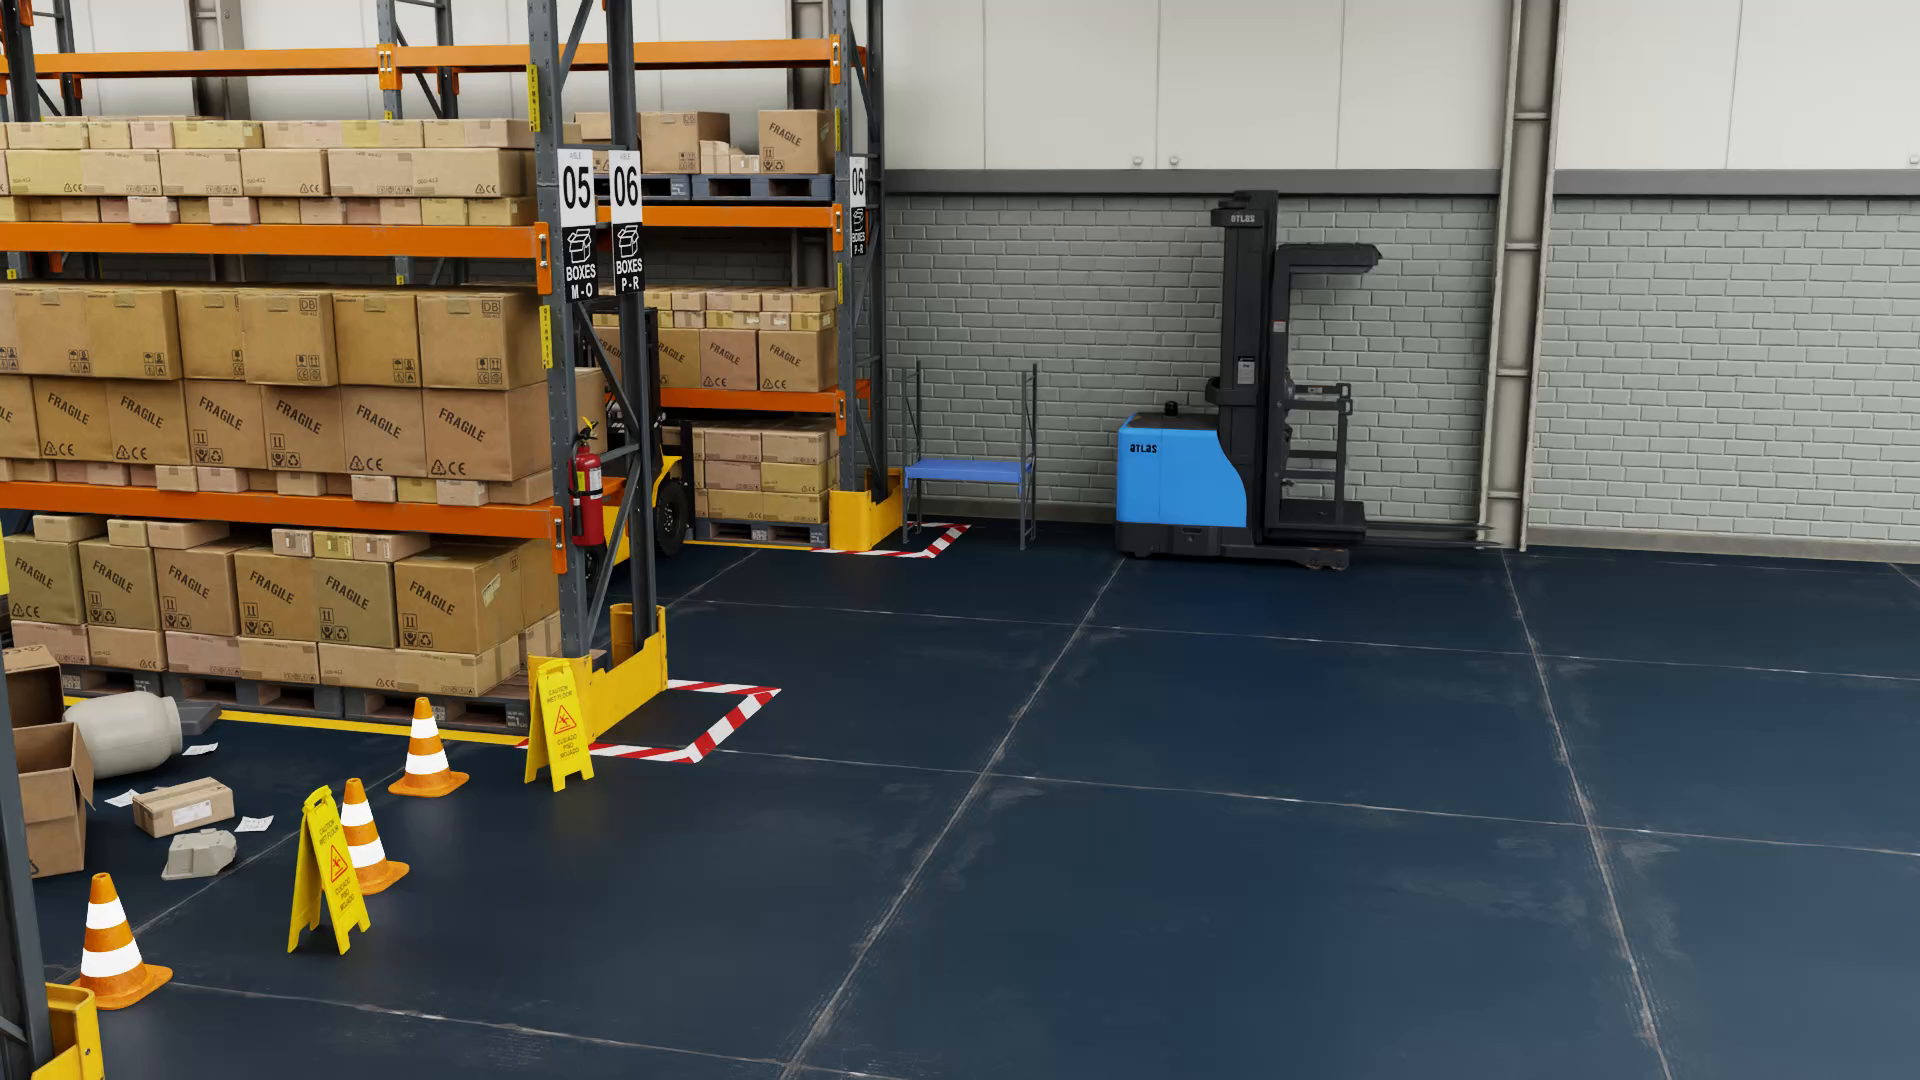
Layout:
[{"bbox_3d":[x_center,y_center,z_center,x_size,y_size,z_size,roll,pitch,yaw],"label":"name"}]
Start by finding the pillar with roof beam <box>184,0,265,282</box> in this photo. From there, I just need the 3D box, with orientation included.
[{"bbox_3d":[-8.137,-4.059,11.753,0.400,9.000,9.100,3,13,14],"label":"pillar with roof beam"}]

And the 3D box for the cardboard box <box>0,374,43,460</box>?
[{"bbox_3d":[-5.529,-0.775,9.883,0.500,0.500,0.500,3,13,13],"label":"cardboard box"}]

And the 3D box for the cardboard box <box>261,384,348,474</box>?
[{"bbox_3d":[-3.569,-0.672,9.422,0.500,0.500,0.500,3,13,13],"label":"cardboard box"}]

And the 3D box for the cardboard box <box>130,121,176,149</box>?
[{"bbox_3d":[-4.384,-2.252,9.273,0.250,0.149,0.380,3,13,13],"label":"cardboard box"}]

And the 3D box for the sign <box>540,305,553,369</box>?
[{"bbox_3d":[-2.159,-1.058,8.676,0.005,0.325,0.100,3,13,14],"label":"sign"}]

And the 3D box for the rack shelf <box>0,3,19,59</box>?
[{"bbox_3d":[-7.831,-3.148,10.232,4.000,0.370,1.077,3,13,14],"label":"rack shelf"}]

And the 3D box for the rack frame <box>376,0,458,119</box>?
[{"bbox_3d":[-4.704,-4.635,14.348,0.127,3.000,1.000,3,13,14],"label":"rack frame"}]

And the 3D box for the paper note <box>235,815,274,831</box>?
[{"bbox_3d":[-3.401,1.364,8.013,0.142,0.019,0.148,-1,13,-6],"label":"paper note"}]

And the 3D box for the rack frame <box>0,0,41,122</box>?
[{"bbox_3d":[-5.890,-3.591,9.643,0.127,3.000,1.000,3,13,14],"label":"rack frame"}]

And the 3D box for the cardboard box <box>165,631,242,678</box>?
[{"bbox_3d":[-4.345,0.615,9.915,0.500,0.250,0.500,3,13,13],"label":"cardboard box"}]

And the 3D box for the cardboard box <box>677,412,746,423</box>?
[{"bbox_3d":[-2.211,-0.967,14.739,0.500,0.250,0.500,3,13,13],"label":"cardboard box"}]

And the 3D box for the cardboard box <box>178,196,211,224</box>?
[{"bbox_3d":[-4.146,-1.856,9.327,0.250,0.149,0.380,3,13,14],"label":"cardboard box"}]

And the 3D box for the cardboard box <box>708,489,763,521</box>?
[{"bbox_3d":[-1.833,-0.347,14.251,0.500,0.250,0.500,3,13,14],"label":"cardboard box"}]

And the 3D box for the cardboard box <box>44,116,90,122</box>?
[{"bbox_3d":[-7.943,-3.592,15.141,0.500,0.500,0.500,3,13,14],"label":"cardboard box"}]

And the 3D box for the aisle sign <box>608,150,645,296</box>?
[{"bbox_3d":[-1.872,-1.786,9.355,0.004,0.787,0.394,3,13,14],"label":"aisle sign"}]

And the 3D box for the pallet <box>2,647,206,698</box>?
[{"bbox_3d":[-5.229,0.727,10.471,1.213,0.211,1.003,3,13,14],"label":"pallet"}]

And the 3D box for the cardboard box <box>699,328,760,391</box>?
[{"bbox_3d":[-1.863,-1.547,14.048,0.500,0.500,0.500,3,13,15],"label":"cardboard box"}]

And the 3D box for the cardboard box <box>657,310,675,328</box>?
[{"bbox_3d":[-2.476,-1.884,14.074,0.250,0.149,0.380,3,13,14],"label":"cardboard box"}]

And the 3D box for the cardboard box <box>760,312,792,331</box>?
[{"bbox_3d":[-1.479,-1.830,13.829,0.250,0.149,0.380,3,13,14],"label":"cardboard box"}]

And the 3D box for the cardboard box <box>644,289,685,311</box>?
[{"bbox_3d":[-2.482,-2.029,14.037,0.250,0.149,0.380,3,13,15],"label":"cardboard box"}]

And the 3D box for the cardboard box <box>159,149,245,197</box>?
[{"bbox_3d":[-4.051,-2.039,9.232,0.500,0.250,0.500,3,13,14],"label":"cardboard box"}]

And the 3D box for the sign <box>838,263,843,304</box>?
[{"bbox_3d":[-0.964,-2.066,13.401,0.005,0.325,0.100,3,13,14],"label":"sign"}]

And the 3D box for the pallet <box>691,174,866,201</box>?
[{"bbox_3d":[-1.501,-2.962,13.937,1.213,0.211,1.003,3,13,14],"label":"pallet"}]

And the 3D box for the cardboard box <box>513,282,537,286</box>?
[{"bbox_3d":[-3.828,-2.231,14.949,0.250,0.149,0.380,3,13,13],"label":"cardboard box"}]

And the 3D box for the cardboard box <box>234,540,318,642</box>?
[{"bbox_3d":[-3.842,0.276,9.712,0.500,0.500,0.500,3,13,12],"label":"cardboard box"}]

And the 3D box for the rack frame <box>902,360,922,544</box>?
[{"bbox_3d":[-0.411,-0.754,14.170,0.032,1.500,0.500,3,13,14],"label":"rack frame"}]

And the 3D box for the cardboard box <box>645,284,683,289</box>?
[{"bbox_3d":[-2.590,-2.158,14.619,0.250,0.149,0.380,3,13,14],"label":"cardboard box"}]

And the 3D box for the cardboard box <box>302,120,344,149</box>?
[{"bbox_3d":[-3.368,-2.210,9.083,0.250,0.149,0.380,3,13,14],"label":"cardboard box"}]

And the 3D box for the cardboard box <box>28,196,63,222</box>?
[{"bbox_3d":[-5.138,-1.921,9.622,0.250,0.149,0.380,3,13,14],"label":"cardboard box"}]

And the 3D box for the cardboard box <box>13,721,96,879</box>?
[{"bbox_3d":[-4.318,1.205,7.639,0.637,0.503,0.797,-6,14,-25],"label":"cardboard box"}]

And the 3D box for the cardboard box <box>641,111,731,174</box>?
[{"bbox_3d":[-2.279,-3.311,13.877,0.500,0.500,0.700,3,13,14],"label":"cardboard box"}]

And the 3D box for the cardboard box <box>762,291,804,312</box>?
[{"bbox_3d":[-1.466,-1.990,13.862,0.250,0.149,0.380,3,13,14],"label":"cardboard box"}]

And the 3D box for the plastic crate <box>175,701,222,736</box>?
[{"bbox_3d":[-4.562,1.017,9.464,0.583,0.080,0.402,-1,13,-6],"label":"plastic crate"}]

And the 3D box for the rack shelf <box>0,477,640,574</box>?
[{"bbox_3d":[-3.948,-0.207,9.903,4.000,0.370,1.077,3,13,14],"label":"rack shelf"}]

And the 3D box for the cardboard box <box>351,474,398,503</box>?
[{"bbox_3d":[-3.194,-0.321,9.335,0.250,0.149,0.380,3,13,15],"label":"cardboard box"}]

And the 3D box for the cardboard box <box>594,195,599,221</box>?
[{"bbox_3d":[-2.250,-1.882,9.445,0.250,0.149,0.380,3,13,14],"label":"cardboard box"}]

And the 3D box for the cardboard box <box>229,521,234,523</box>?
[{"bbox_3d":[-4.757,0.109,10.462,0.500,0.500,0.500,3,13,15],"label":"cardboard box"}]

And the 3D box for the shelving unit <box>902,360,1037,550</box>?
[{"bbox_3d":[0.083,-0.728,14.051,1.048,1.500,0.538,3,13,14],"label":"shelving unit"}]

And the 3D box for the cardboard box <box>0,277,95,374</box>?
[{"bbox_3d":[-5.514,-1.276,9.833,0.500,0.500,0.700,3,13,13],"label":"cardboard box"}]

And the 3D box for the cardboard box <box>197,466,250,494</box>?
[{"bbox_3d":[-4.170,-0.380,9.602,0.250,0.149,0.380,3,13,13],"label":"cardboard box"}]

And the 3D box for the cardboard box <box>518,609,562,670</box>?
[{"bbox_3d":[-2.723,0.583,10.060,0.500,0.250,0.500,3,13,13],"label":"cardboard box"}]

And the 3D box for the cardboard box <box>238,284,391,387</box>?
[{"bbox_3d":[-3.564,-1.150,9.266,0.500,0.500,0.700,3,13,13],"label":"cardboard box"}]

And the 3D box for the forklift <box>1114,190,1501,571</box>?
[{"bbox_3d":[2.830,-1.316,13.397,3.031,2.935,1.130,3,13,12],"label":"forklift"}]

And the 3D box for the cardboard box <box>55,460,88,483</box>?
[{"bbox_3d":[-5.138,-0.446,9.899,0.250,0.149,0.380,3,13,13],"label":"cardboard box"}]

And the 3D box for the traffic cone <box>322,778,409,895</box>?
[{"bbox_3d":[-2.669,1.284,7.378,0.334,0.463,0.336,3,13,14],"label":"traffic cone"}]

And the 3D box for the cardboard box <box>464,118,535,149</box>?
[{"bbox_3d":[-2.405,-2.141,8.772,0.250,0.149,0.380,3,13,14],"label":"cardboard box"}]

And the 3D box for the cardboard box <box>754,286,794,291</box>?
[{"bbox_3d":[-1.601,-2.103,14.372,0.250,0.149,0.380,3,13,15],"label":"cardboard box"}]

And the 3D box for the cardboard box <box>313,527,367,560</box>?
[{"bbox_3d":[-3.462,-0.005,9.482,0.250,0.149,0.380,3,13,14],"label":"cardboard box"}]

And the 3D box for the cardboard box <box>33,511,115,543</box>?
[{"bbox_3d":[-5.275,-0.101,9.913,0.250,0.149,0.380,3,13,14],"label":"cardboard box"}]

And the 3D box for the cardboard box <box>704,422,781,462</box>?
[{"bbox_3d":[-1.839,-0.833,14.133,0.500,0.250,0.500,3,13,15],"label":"cardboard box"}]

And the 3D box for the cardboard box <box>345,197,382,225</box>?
[{"bbox_3d":[-3.149,-1.810,9.122,0.250,0.149,0.380,3,13,14],"label":"cardboard box"}]

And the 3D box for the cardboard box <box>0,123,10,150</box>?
[{"bbox_3d":[-5.403,-2.301,9.492,0.250,0.149,0.380,3,13,15],"label":"cardboard box"}]

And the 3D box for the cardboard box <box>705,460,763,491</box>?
[{"bbox_3d":[-1.852,-0.593,14.206,0.500,0.250,0.500,3,13,13],"label":"cardboard box"}]

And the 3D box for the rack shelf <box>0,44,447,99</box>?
[{"bbox_3d":[-6.646,-4.192,14.938,4.000,0.370,1.077,3,13,14],"label":"rack shelf"}]

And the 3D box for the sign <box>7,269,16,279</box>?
[{"bbox_3d":[-8.708,-2.326,15.300,0.005,0.325,0.100,3,13,14],"label":"sign"}]
